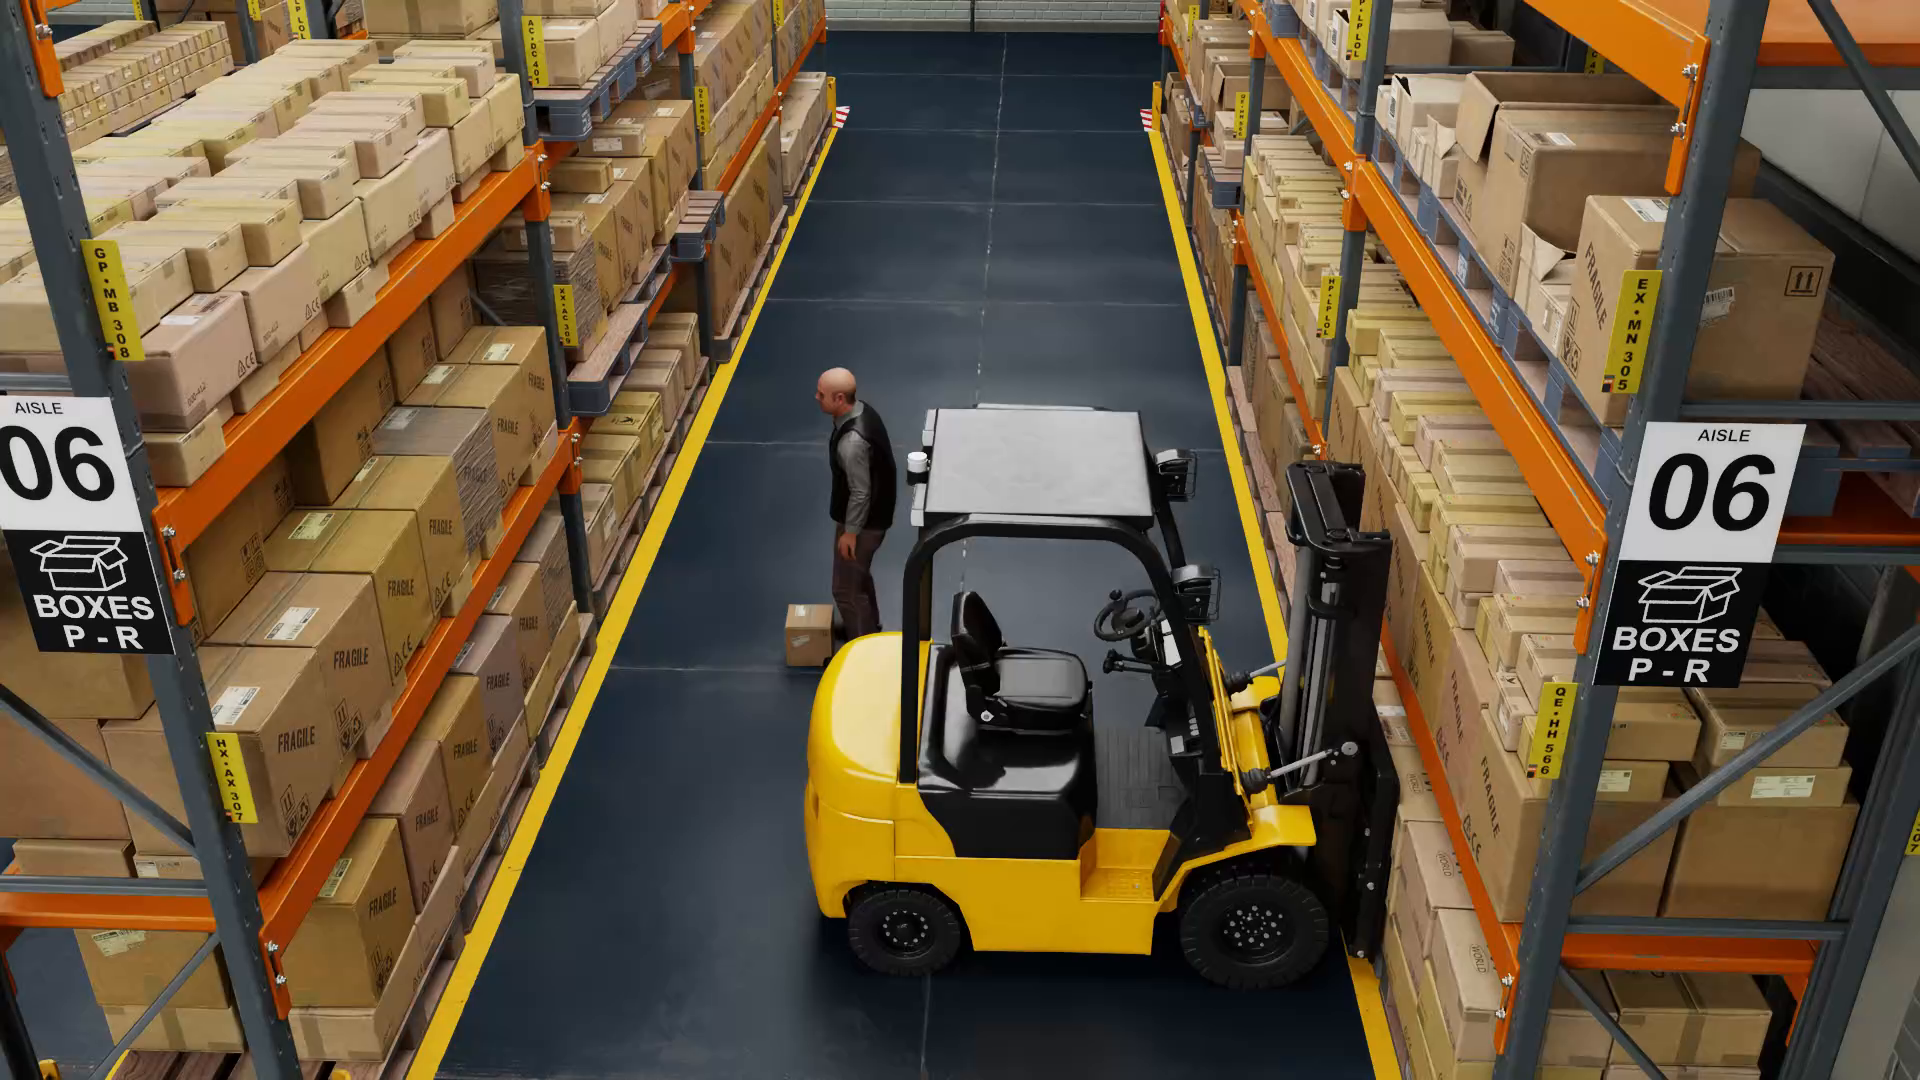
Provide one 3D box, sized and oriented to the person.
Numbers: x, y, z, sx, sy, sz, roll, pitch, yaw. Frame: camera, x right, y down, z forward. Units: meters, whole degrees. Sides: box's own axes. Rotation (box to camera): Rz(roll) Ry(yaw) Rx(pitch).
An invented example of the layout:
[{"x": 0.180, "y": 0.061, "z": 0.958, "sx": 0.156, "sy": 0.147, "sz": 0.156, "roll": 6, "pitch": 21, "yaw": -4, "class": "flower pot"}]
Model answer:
[{"x": -0.545, "y": -0.121, "z": 8.878, "sx": 0.422, "sy": 1.719, "sz": 0.581, "roll": 0, "pitch": 28, "yaw": -1, "class": "person"}]
